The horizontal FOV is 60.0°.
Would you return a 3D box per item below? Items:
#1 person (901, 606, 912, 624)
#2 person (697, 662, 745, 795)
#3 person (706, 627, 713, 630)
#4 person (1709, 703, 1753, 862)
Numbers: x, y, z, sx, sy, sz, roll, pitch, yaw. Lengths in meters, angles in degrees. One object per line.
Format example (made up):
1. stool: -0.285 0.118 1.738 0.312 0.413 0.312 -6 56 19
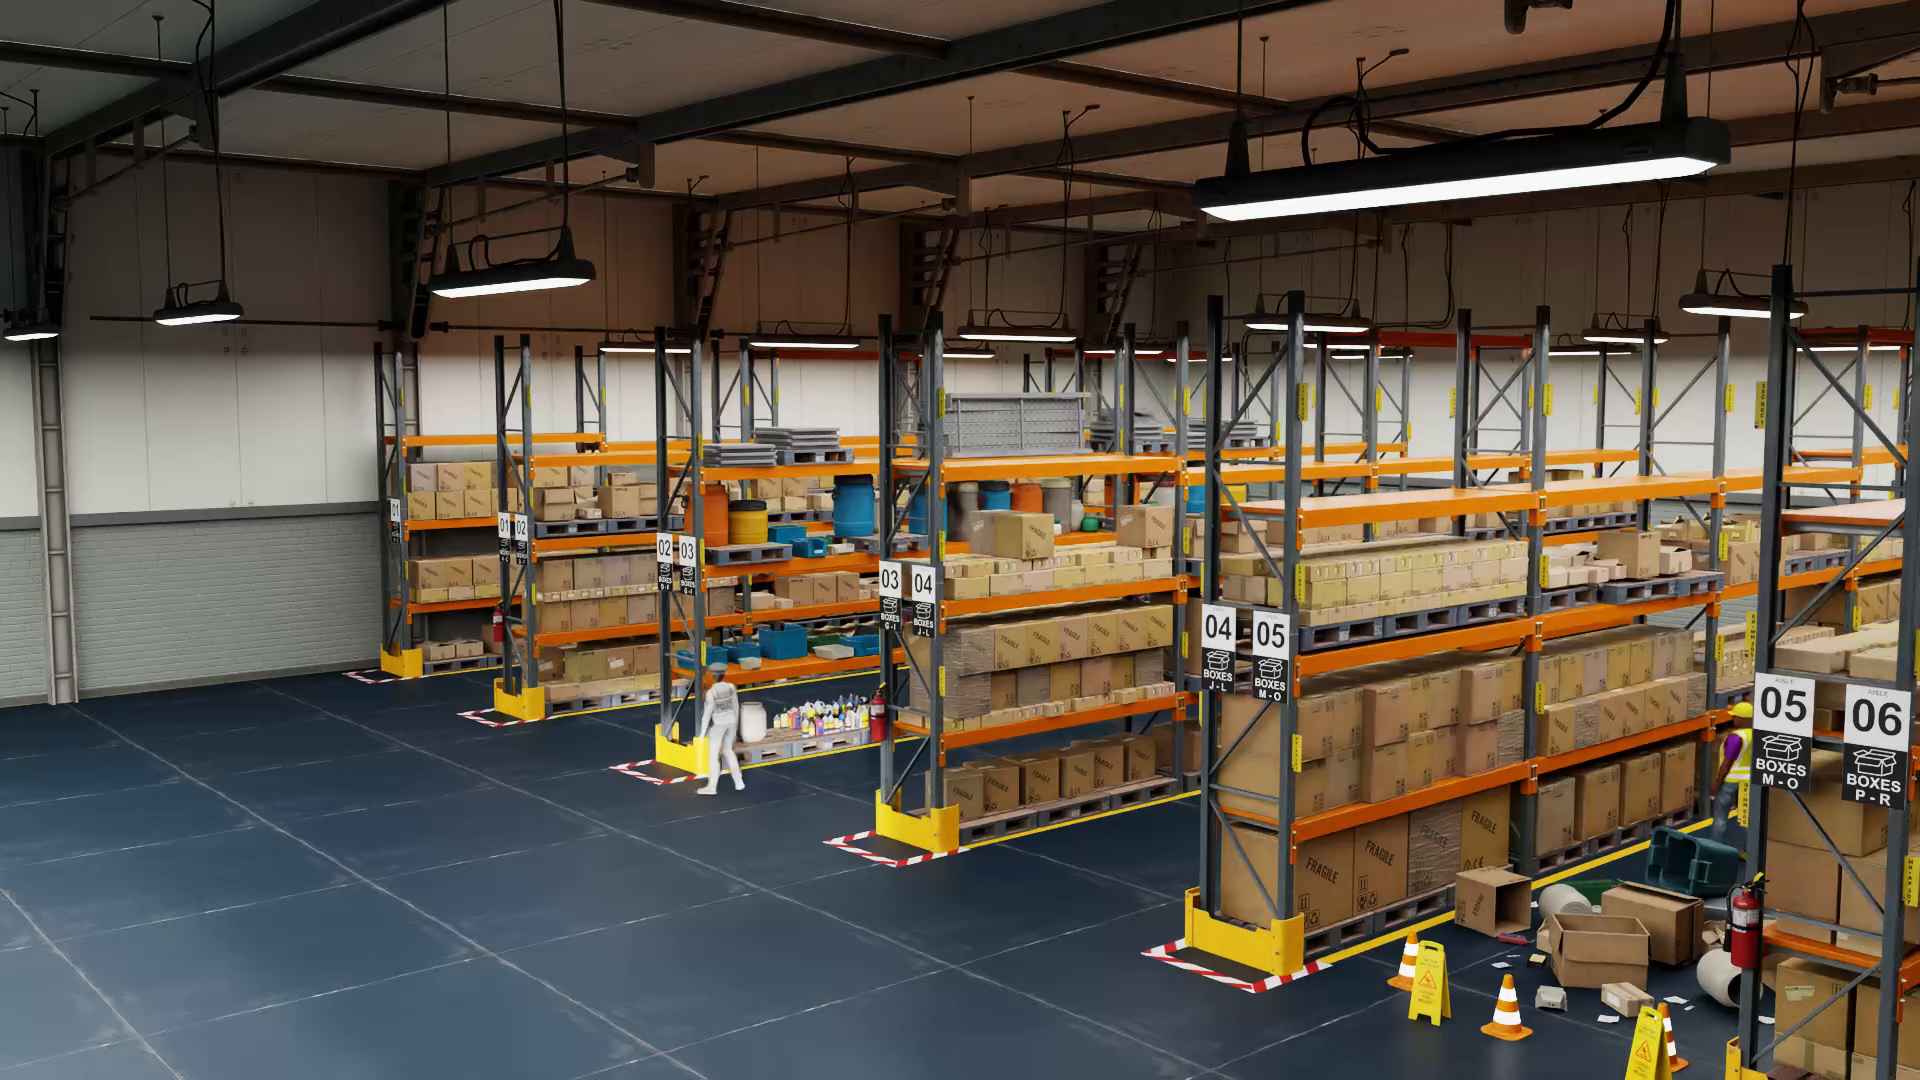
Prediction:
1. person: -1.103 1.168 34.755 0.482 1.690 0.420 -3 6 -33
2. person: -3.043 2.394 21.200 0.467 1.675 0.542 4 6 35
3. person: -5.002 1.395 31.840 0.480 1.713 0.545 0 5 1
4. person: 8.488 2.645 18.171 0.639 1.771 0.481 -1 5 -7
